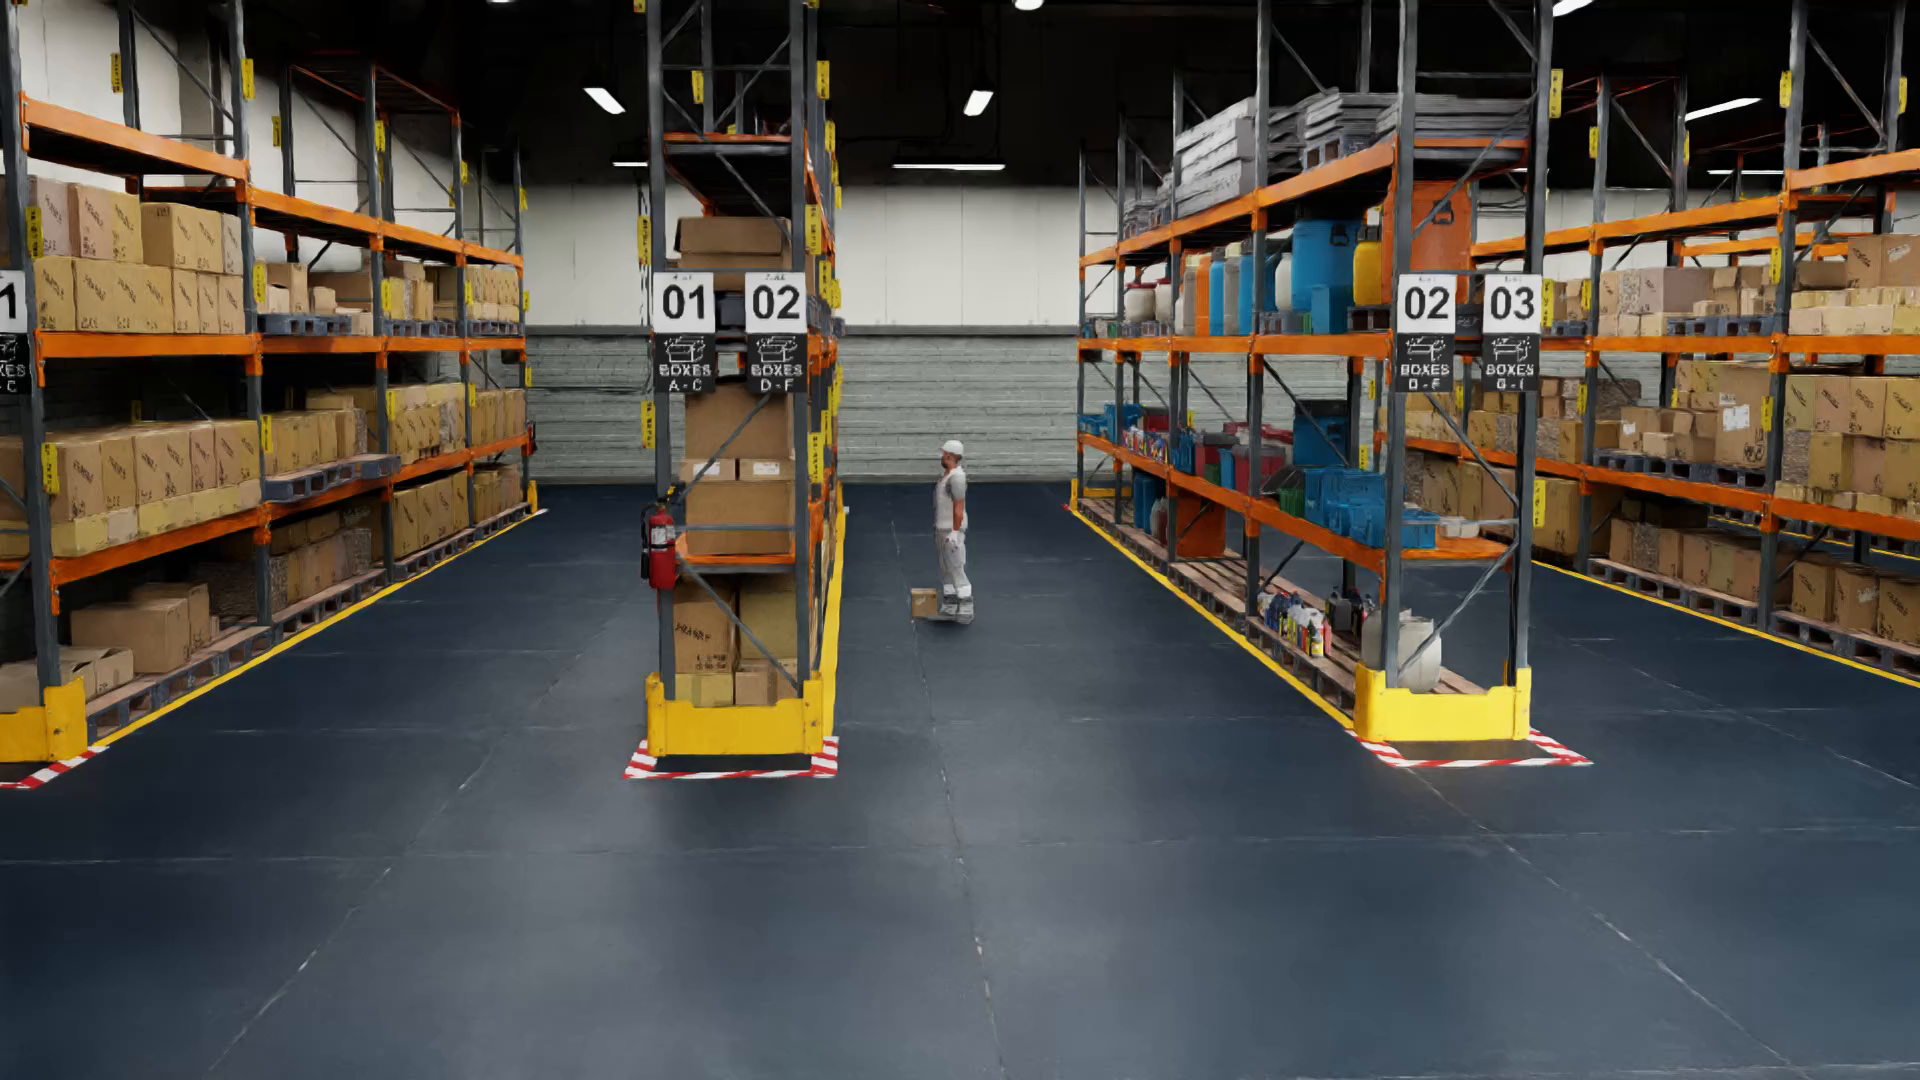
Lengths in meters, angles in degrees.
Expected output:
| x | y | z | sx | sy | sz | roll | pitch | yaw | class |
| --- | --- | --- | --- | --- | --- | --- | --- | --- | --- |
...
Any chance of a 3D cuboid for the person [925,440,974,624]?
| x | y | z | sx | sy | sz | roll | pitch | yaw | class |
| --- | --- | --- | --- | --- | --- | --- | --- | --- | --- |
| -0.098 | -0.085 | 16.252 | 0.434 | 1.789 | 0.585 | -2 | 7 | -14 | person |
